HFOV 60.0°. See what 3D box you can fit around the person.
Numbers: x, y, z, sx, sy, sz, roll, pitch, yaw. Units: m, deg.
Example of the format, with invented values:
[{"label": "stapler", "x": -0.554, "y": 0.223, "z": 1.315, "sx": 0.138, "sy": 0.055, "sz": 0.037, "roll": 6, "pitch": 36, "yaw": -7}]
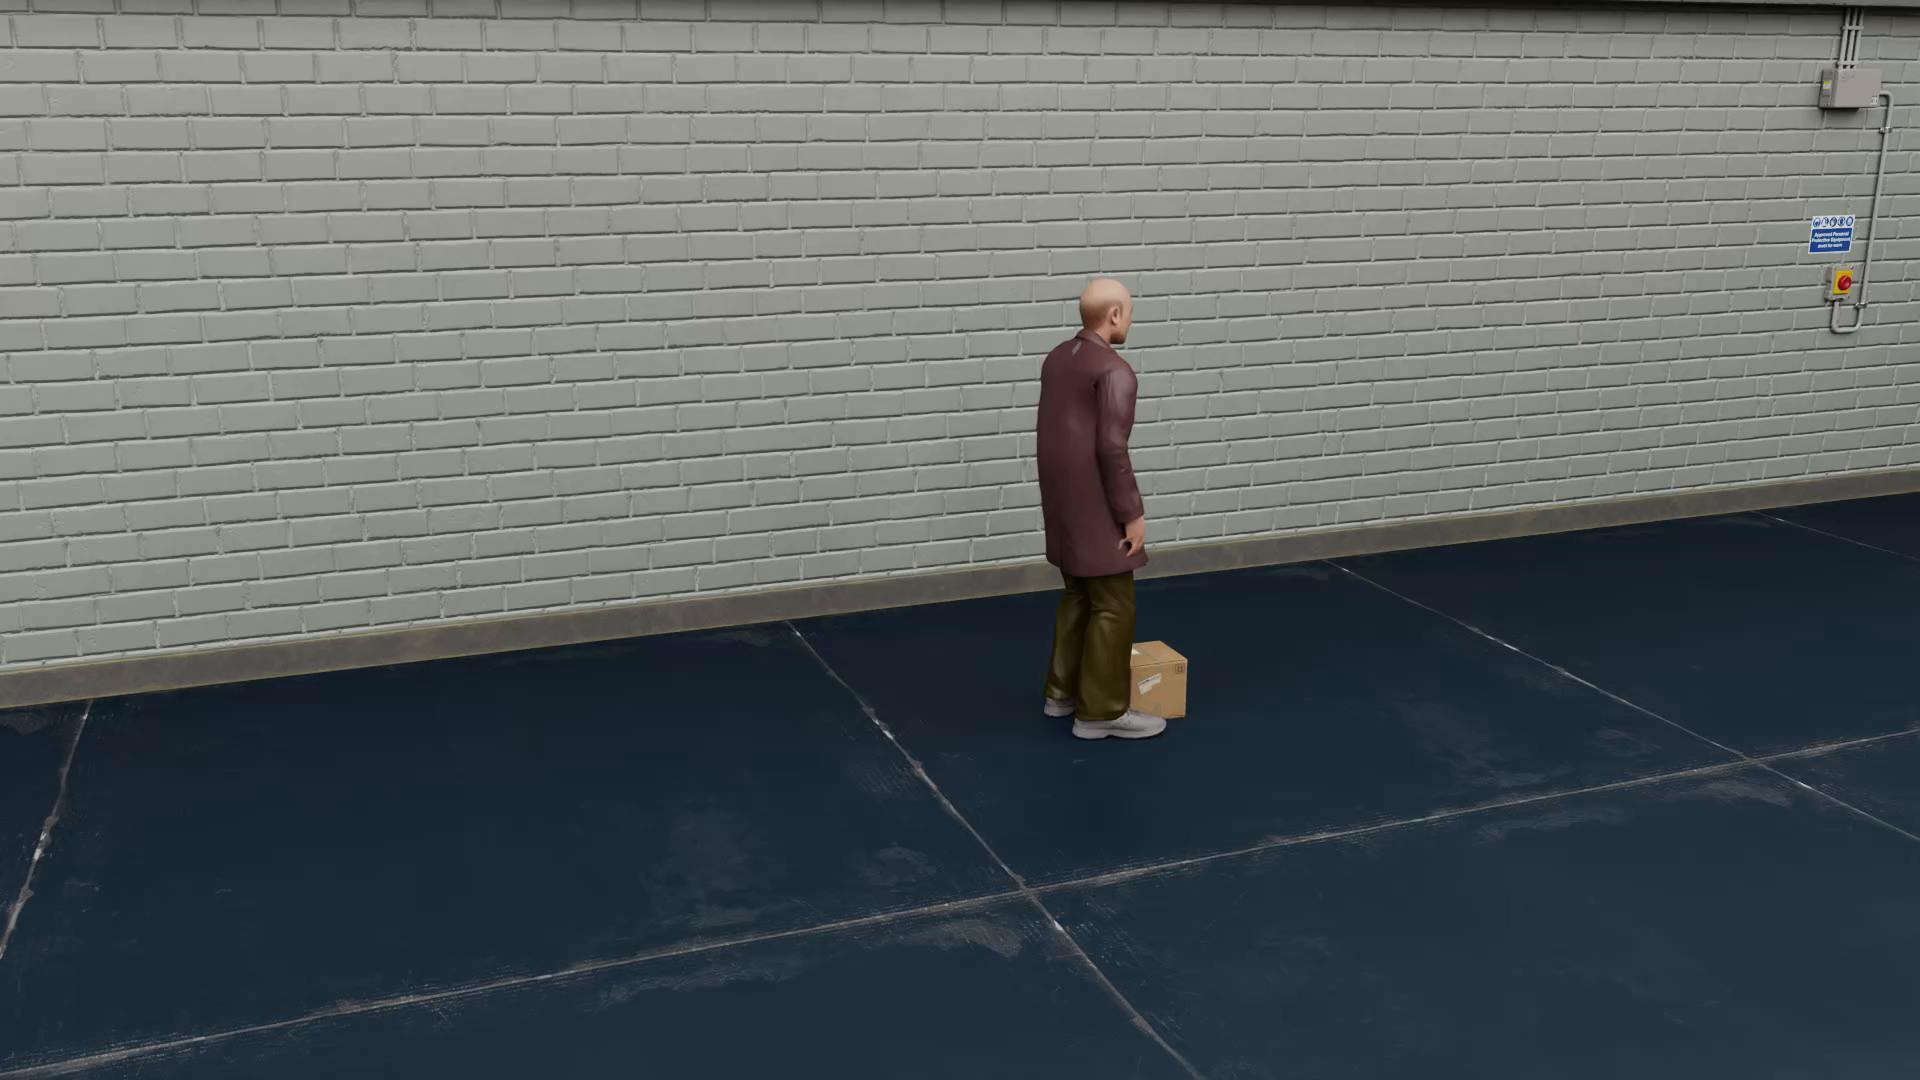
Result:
[{"label": "person", "x": 0.525, "y": -0.130, "z": 6.529, "sx": 0.429, "sy": 1.772, "sz": 0.645, "roll": -7, "pitch": 17, "yaw": -23}]
